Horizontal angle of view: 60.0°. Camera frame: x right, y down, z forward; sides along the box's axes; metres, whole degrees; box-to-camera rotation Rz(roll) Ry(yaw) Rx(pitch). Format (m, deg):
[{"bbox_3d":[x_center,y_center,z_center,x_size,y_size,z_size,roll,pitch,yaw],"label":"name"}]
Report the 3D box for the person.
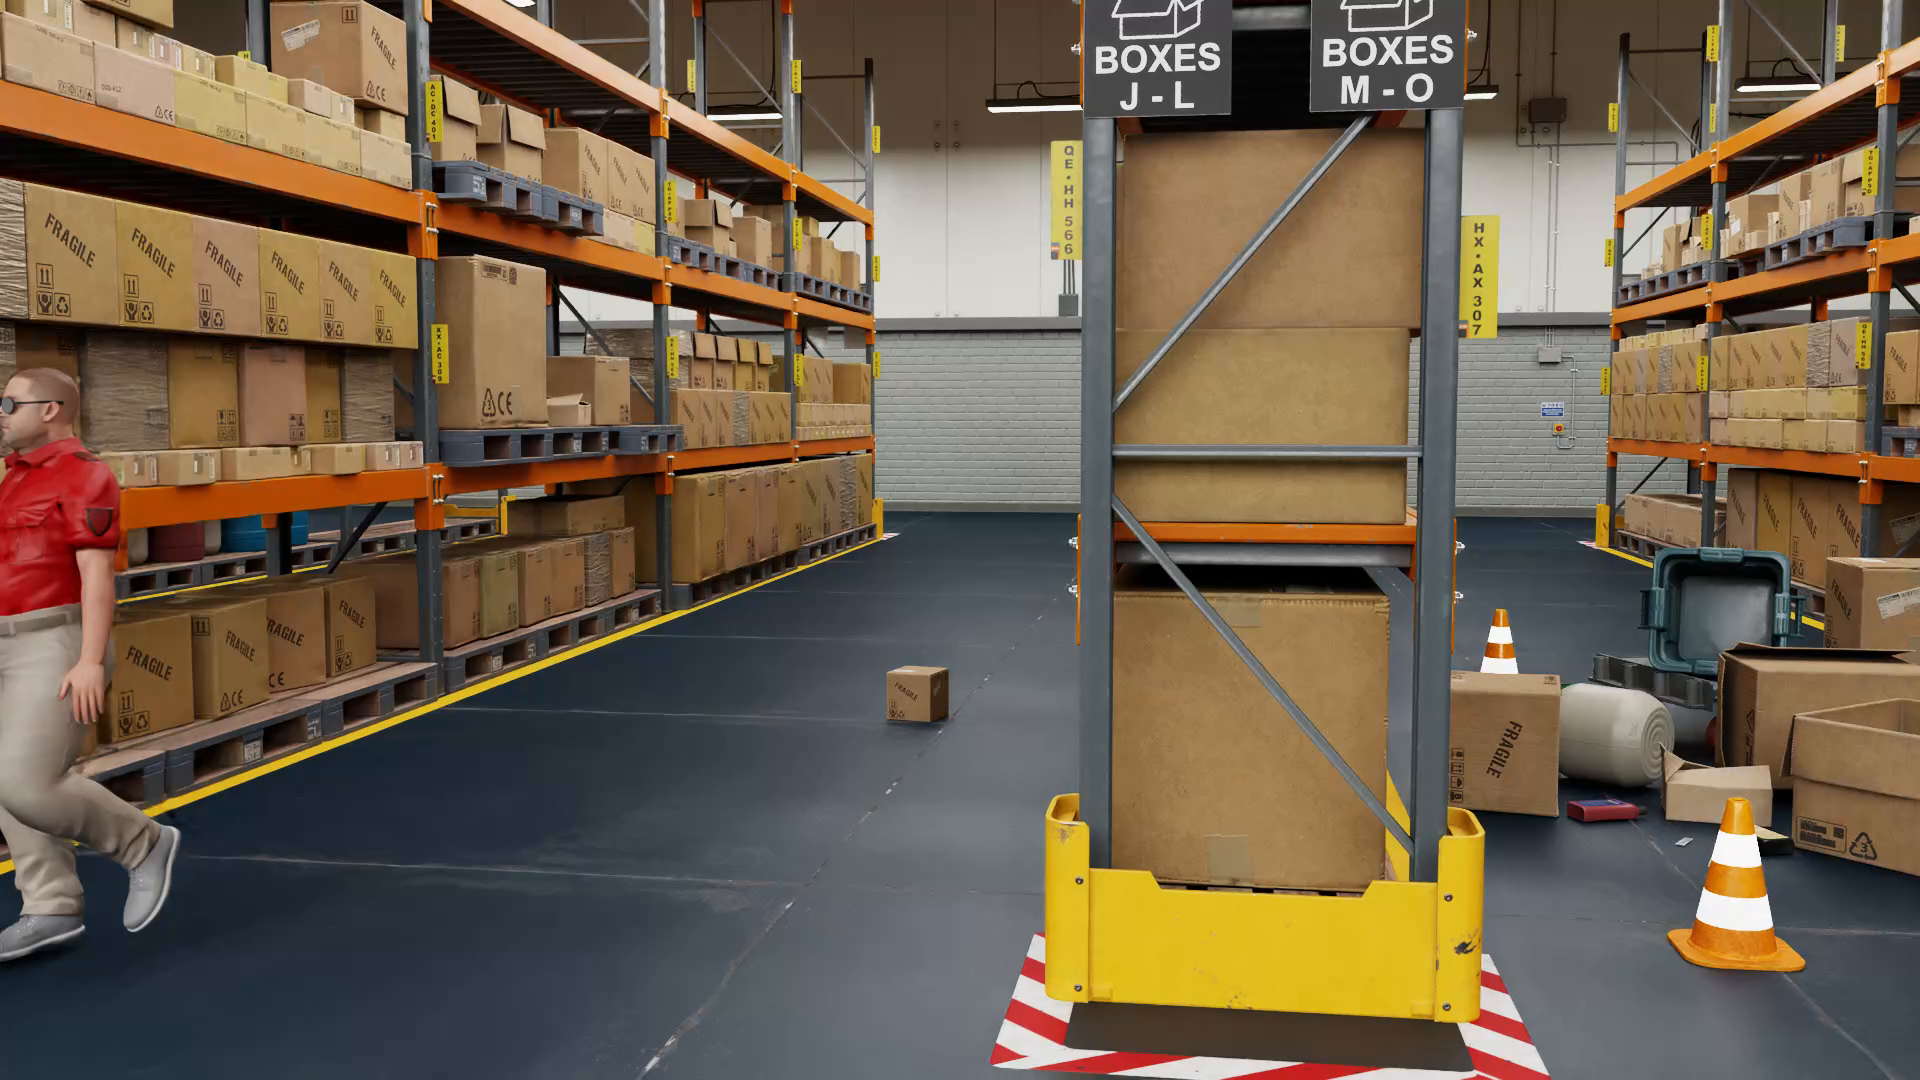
[{"bbox_3d":[-2.674,0.350,4.926,0.571,1.717,0.556,3,5,36],"label":"person"}]
